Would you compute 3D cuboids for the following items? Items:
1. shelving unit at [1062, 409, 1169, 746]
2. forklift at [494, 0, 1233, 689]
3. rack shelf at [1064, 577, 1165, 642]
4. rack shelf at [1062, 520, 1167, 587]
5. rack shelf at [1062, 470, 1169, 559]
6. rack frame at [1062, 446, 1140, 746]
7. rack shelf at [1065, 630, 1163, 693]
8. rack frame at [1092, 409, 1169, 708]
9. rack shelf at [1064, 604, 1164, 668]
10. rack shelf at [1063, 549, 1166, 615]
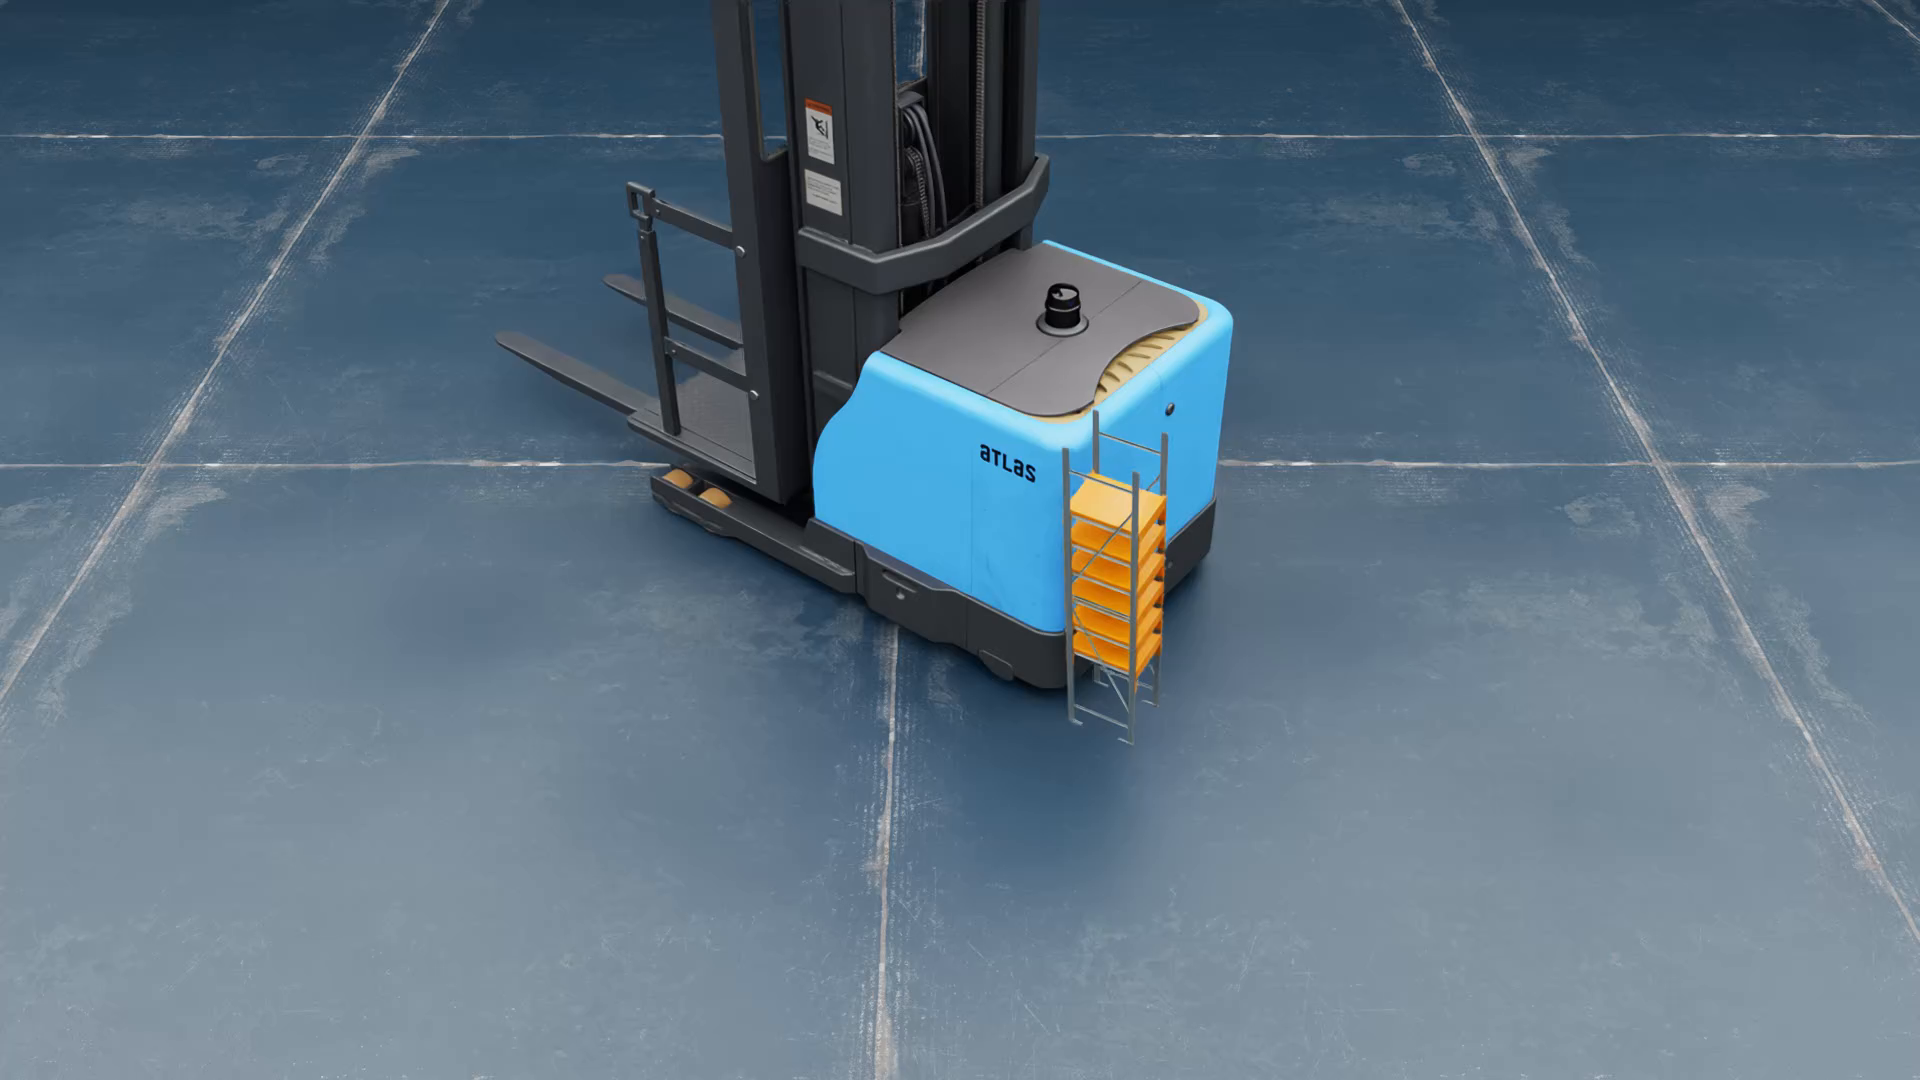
[{"bbox_3d":[0.474,0.147,5.095,0.258,1.200,0.189,21,50,24],"label":"shelving unit"},{"bbox_3d":[-0.554,-1.406,5.660,3.031,2.935,1.130,26,45,29],"label":"forklift"},{"bbox_3d":[0.476,0.178,5.126,0.258,0.103,0.180,21,50,24],"label":"rack shelf"},{"bbox_3d":[0.462,0.008,4.958,0.258,0.103,0.180,21,50,24],"label":"rack shelf"},{"bbox_3d":[0.455,-0.078,4.874,0.258,0.103,0.180,21,50,24],"label":"rack shelf"},{"bbox_3d":[0.427,0.204,5.041,0.240,1.200,0.006,21,50,24],"label":"rack frame"},{"bbox_3d":[0.491,0.349,5.294,0.258,0.103,0.180,21,50,24],"label":"rack shelf"},{"bbox_3d":[0.520,0.090,5.149,0.240,1.200,0.006,21,50,24],"label":"rack frame"},{"bbox_3d":[0.484,0.264,5.210,0.258,0.103,0.180,21,50,24],"label":"rack shelf"},{"bbox_3d":[0.469,0.093,5.042,0.258,0.103,0.180,21,50,24],"label":"rack shelf"}]
